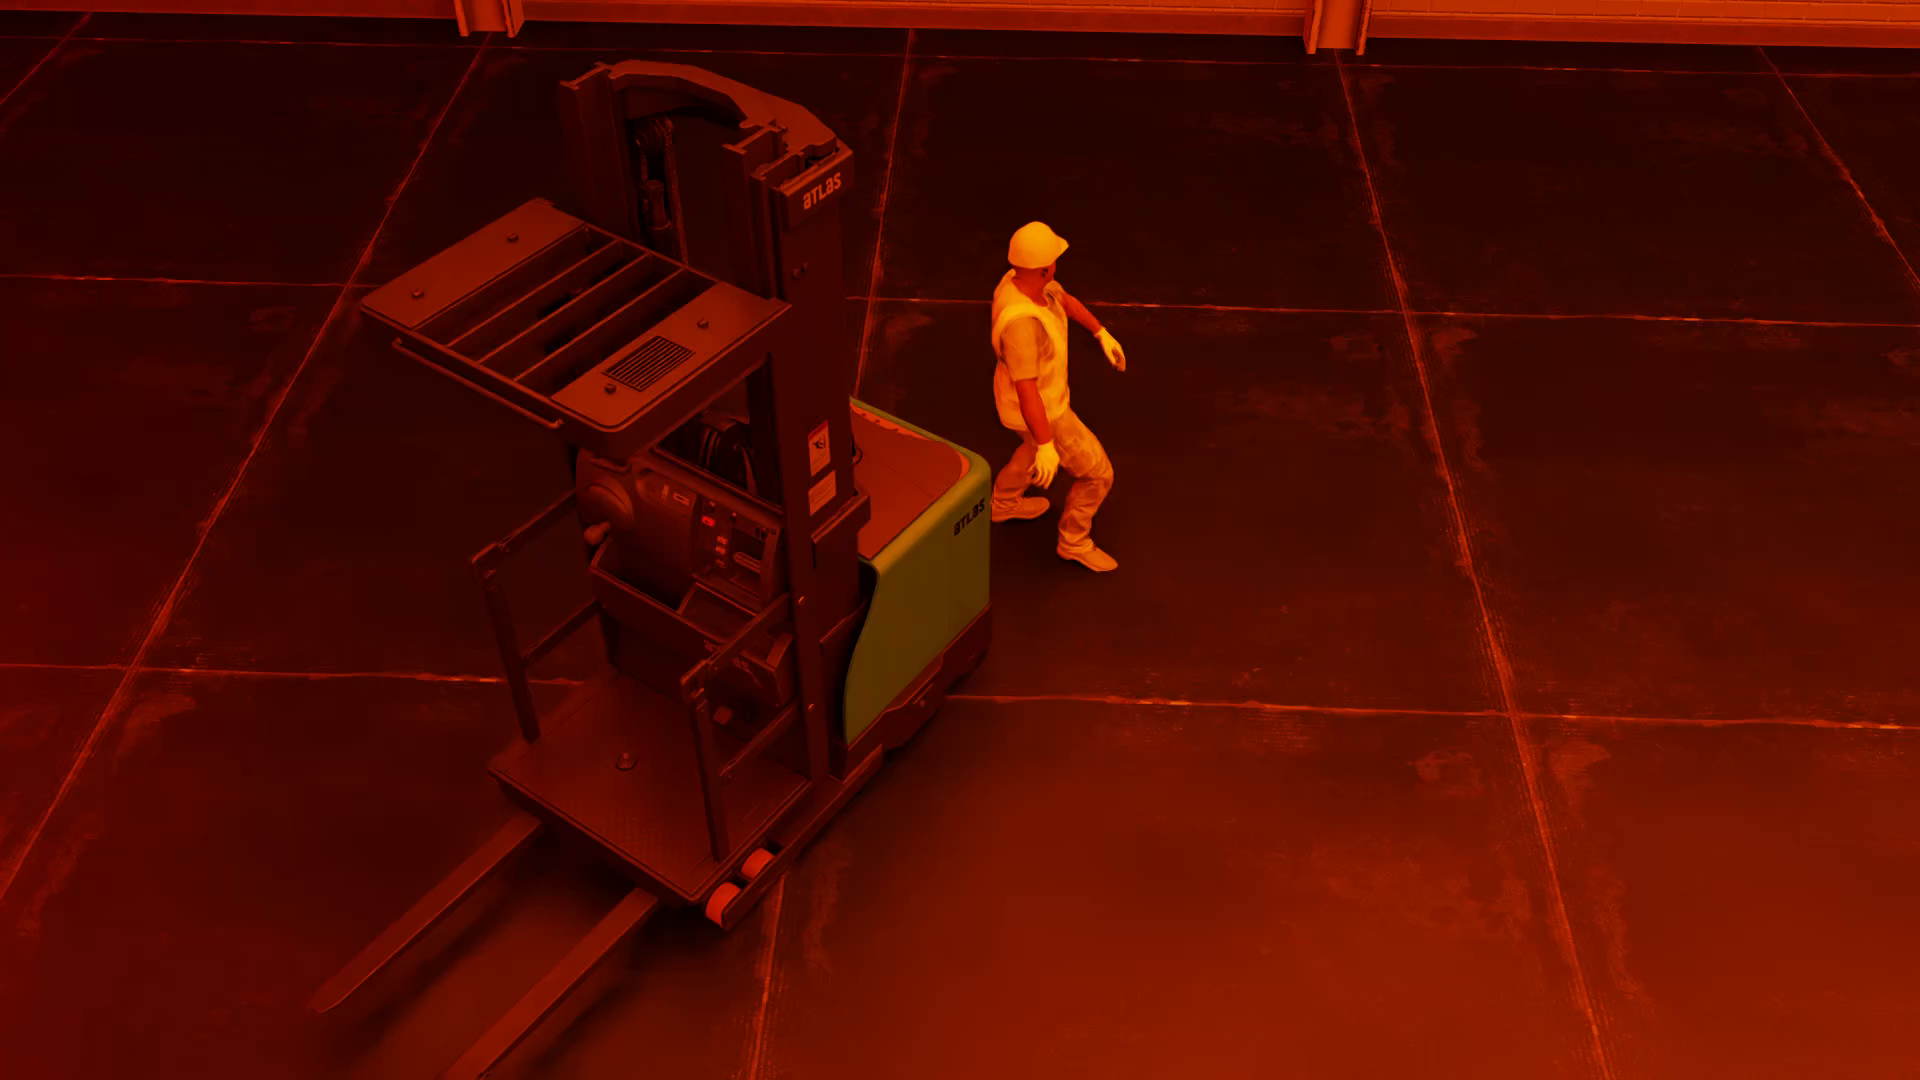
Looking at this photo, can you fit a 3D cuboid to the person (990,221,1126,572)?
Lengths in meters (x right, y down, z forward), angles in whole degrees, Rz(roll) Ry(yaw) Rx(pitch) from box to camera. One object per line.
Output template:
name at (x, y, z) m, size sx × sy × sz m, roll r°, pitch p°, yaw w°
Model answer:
person at (0.453, -0.586, 7.351) m, size 0.638 × 1.700 × 0.902 m, roll -3°, pitch 42°, yaw -4°

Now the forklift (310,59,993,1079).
forklift at (-1.123, 0.008, 5.734) m, size 1.130 × 2.935 × 3.031 m, roll 26°, pitch 48°, yaw 25°
